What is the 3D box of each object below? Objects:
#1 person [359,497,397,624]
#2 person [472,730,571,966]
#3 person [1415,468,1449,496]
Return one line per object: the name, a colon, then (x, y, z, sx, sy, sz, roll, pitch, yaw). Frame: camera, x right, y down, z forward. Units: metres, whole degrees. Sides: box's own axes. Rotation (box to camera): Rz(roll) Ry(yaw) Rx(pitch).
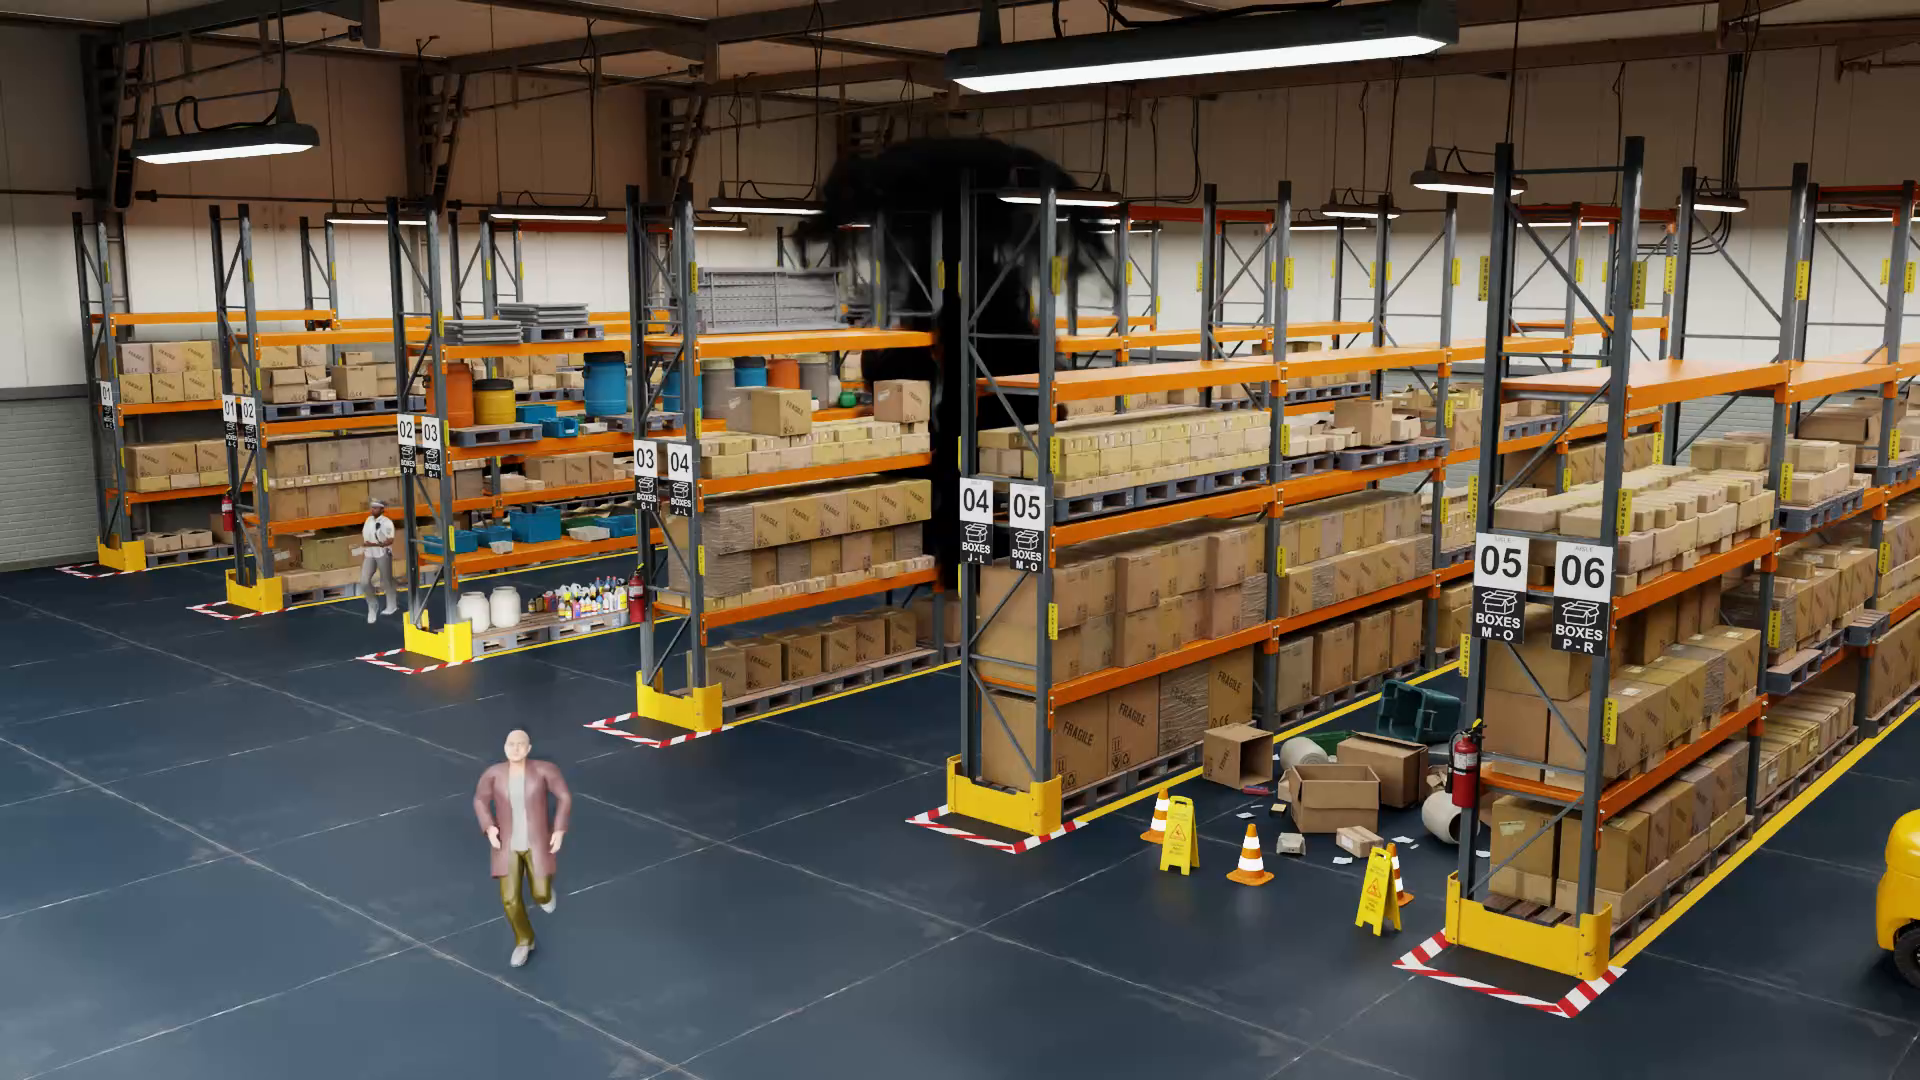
person: (-8.030, 0.274, 22.946, 0.535, 1.757, 0.671, 2, 10, 14)
person: (-3.303, 2.305, 12.573, 0.730, 1.646, 0.717, -2, 10, -10)
person: (8.315, -0.470, 29.338, 0.663, 1.709, 0.782, 3, 10, 18)
